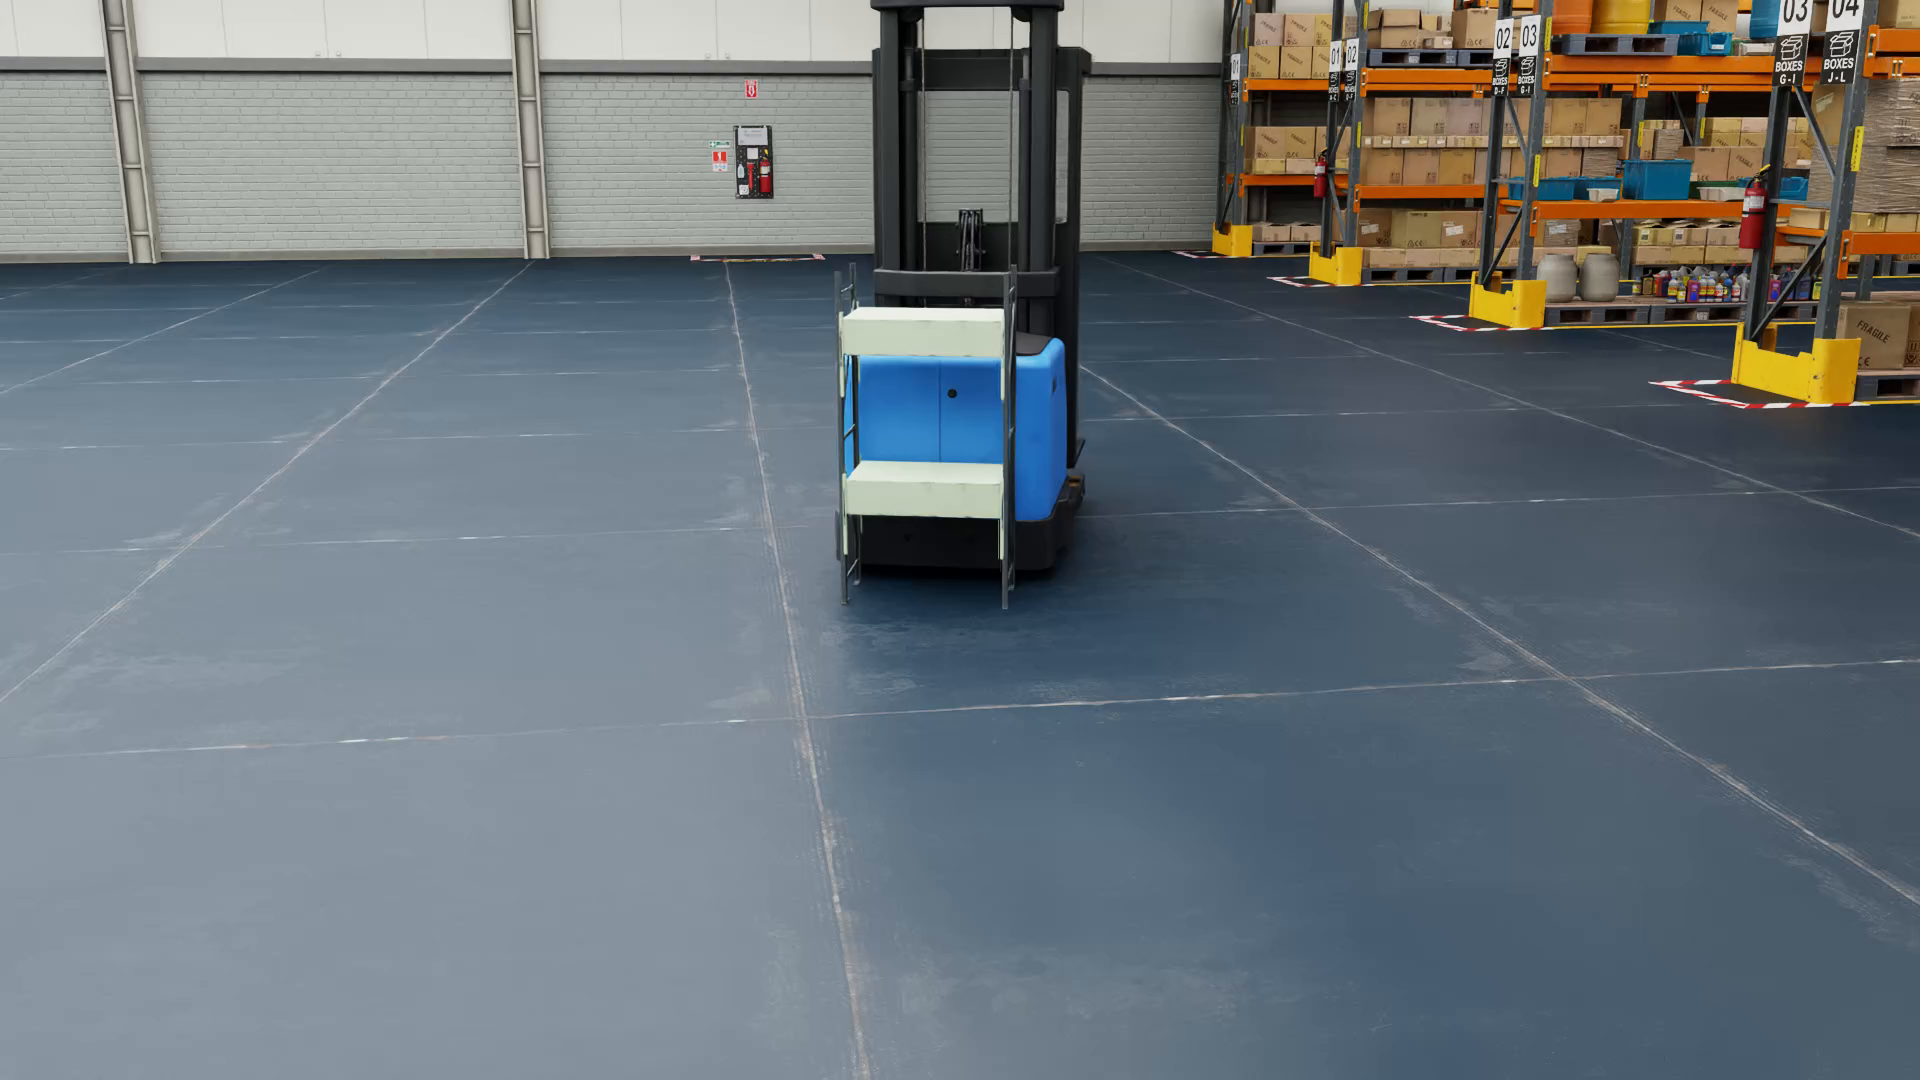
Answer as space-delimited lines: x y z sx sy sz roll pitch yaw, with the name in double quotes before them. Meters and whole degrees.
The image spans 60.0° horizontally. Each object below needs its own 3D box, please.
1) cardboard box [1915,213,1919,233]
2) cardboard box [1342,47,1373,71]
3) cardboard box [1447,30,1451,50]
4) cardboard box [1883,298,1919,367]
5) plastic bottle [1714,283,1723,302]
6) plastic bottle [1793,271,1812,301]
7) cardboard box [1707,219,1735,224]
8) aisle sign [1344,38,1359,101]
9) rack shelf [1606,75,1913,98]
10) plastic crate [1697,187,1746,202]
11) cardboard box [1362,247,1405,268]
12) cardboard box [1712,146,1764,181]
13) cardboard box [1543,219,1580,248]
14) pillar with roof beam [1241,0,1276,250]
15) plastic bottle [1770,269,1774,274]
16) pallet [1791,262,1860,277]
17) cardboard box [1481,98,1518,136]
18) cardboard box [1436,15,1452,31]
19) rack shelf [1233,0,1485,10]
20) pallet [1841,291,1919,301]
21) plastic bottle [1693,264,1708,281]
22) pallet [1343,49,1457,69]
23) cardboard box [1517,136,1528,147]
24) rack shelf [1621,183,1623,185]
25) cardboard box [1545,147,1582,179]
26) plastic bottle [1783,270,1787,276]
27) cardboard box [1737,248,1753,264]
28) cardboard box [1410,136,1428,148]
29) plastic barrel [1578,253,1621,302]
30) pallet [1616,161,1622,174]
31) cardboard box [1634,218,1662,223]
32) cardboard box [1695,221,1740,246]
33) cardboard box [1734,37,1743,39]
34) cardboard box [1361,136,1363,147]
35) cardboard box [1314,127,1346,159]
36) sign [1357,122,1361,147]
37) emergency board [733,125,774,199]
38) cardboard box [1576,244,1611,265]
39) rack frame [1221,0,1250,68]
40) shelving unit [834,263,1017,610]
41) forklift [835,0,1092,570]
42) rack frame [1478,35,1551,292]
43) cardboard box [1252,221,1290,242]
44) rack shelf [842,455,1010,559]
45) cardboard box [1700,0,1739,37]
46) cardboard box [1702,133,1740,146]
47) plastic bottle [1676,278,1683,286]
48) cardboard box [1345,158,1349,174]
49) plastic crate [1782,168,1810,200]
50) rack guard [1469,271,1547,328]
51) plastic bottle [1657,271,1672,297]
"cardboard box" 7.490 -2.498 13.032 0.250 0.149 0.380 -2 14 -8
"cardboard box" 6.404 -7.751 27.051 0.500 0.500 0.500 -1 14 -5
"cardboard box" 6.851 -6.848 22.729 0.500 0.311 0.500 0 14 -2
"cardboard box" 7.880 -1.696 13.595 0.500 0.500 0.500 2 14 6
"plastic bottle" 8.311 -2.715 18.228 0.097 0.201 0.097 0 14 0
"plastic bottle" 9.297 -2.829 18.377 0.185 0.351 0.144 -2 14 -10
"cardboard box" 11.019 -4.466 23.998 0.500 0.311 0.500 -2 14 -9
"aisle sign" 5.182 -6.225 22.032 0.004 0.787 0.394 -2 14 -8
"rack shelf" 11.135 -6.363 23.241 4.000 0.370 1.077 -2 14 -8
"plastic crate" 8.323 -3.745 18.032 0.437 0.136 0.530 -2 14 -8
"cardboard box" 5.765 -3.876 22.799 0.500 0.250 0.500 -2 14 -8
"cardboard box" 10.935 -5.294 23.461 0.500 0.500 0.500 -2 14 -8
"cardboard box" 8.235 -4.334 23.083 0.500 0.500 0.500 -2 14 -8
"pillar with roof beam" 5.664 -8.339 23.474 0.400 9.000 9.100 -2 14 -8
"plastic bottle" 9.212 -2.939 18.954 0.133 0.283 0.061 -2 14 -8
"pallet" 12.292 -3.957 24.065 1.213 0.211 1.003 -2 14 -8
"cardboard box" 7.230 -5.790 22.771 0.500 0.500 0.700 -2 14 -8
"cardboard box" 7.960 -8.291 27.146 0.500 0.500 0.500 -3 14 -13
"rack shelf" 6.438 -8.863 27.049 4.000 0.370 1.077 -2 14 -8
"pallet" 10.662 -2.678 18.967 1.213 0.211 1.003 -2 14 -8
"plastic bottle" 8.424 -2.970 18.939 0.185 0.351 0.144 -2 14 -9
"pallet" 5.905 -6.471 22.374 1.213 0.211 1.003 -2 14 -8
"cardboard box" 7.664 -5.441 22.711 0.250 0.149 0.380 -2 14 -7
"rack shelf" 11.135 -4.908 23.606 4.000 0.370 1.077 -2 14 -8
"cardboard box" 8.198 -5.195 23.064 0.500 0.500 0.700 -2 14 -9
"plastic bottle" 9.511 -2.977 19.130 0.097 0.271 0.097 0 14 0
"cardboard box" 11.113 -4.066 23.556 0.500 0.250 0.500 -2 14 -7
"cardboard box" 6.129 -5.384 22.486 0.250 0.149 0.380 -2 14 -8
"plastic barrel" 7.071 -2.905 18.392 0.421 0.512 0.421 0 14 0
"pallet" 10.419 -6.346 28.256 1.213 0.211 1.003 -2 14 -8
"cardboard box" 11.666 -5.483 28.654 0.500 0.500 0.700 -2 14 -8
"cardboard box" 10.610 -4.318 23.408 0.500 0.311 0.500 -3 14 -10
"cardboard box" 12.832 -8.269 28.251 0.500 0.500 0.700 -3 14 -13
"cardboard box" 5.551 -5.463 22.798 0.250 0.149 0.380 -2 14 -9
"cardboard box" 5.979 -6.510 27.238 0.500 0.500 0.500 -3 14 -10
"sign" 5.278 -5.364 22.003 0.005 0.325 0.100 -2 14 -8
"emergency board" -3.359 -6.167 27.145 0.643 1.169 0.194 -2 14 -8
"cardboard box" 8.731 -3.985 23.236 0.500 0.250 0.500 -2 14 -8
"rack frame" 4.460 -9.141 26.672 0.127 3.000 1.000 -2 14 -8
"shelving unit" -0.141 -0.471 7.498 0.755 1.500 0.431 2 15 7
"forklift" 0.125 -1.587 9.025 1.130 2.935 3.031 2 14 8
"rack frame" 5.936 -3.848 17.900 0.127 3.000 1.000 -2 14 -8
"cardboard box" 5.157 -5.144 27.689 0.500 0.311 0.500 -4 15 -15
"rack shelf" -0.140 -0.156 7.583 0.720 0.370 0.431 2 15 7
"cardboard box" 10.332 -7.173 22.896 0.500 0.500 0.500 -1 14 -3
"cardboard box" 12.889 -6.680 28.332 0.500 0.500 0.500 -2 14 -7
"plastic bottle" 8.114 -2.854 18.786 0.097 0.201 0.097 0 14 0
"cardboard box" 6.506 -6.166 27.411 0.500 0.250 0.500 -2 14 -8
"plastic crate" 9.354 -3.975 18.531 0.504 0.338 0.767 -2 14 -8
"rack guard" 6.004 -2.650 18.260 0.348 0.500 1.175 -2 14 -8
"plastic bottle" 7.956 -2.893 18.770 0.133 0.283 0.061 -2 14 -8
